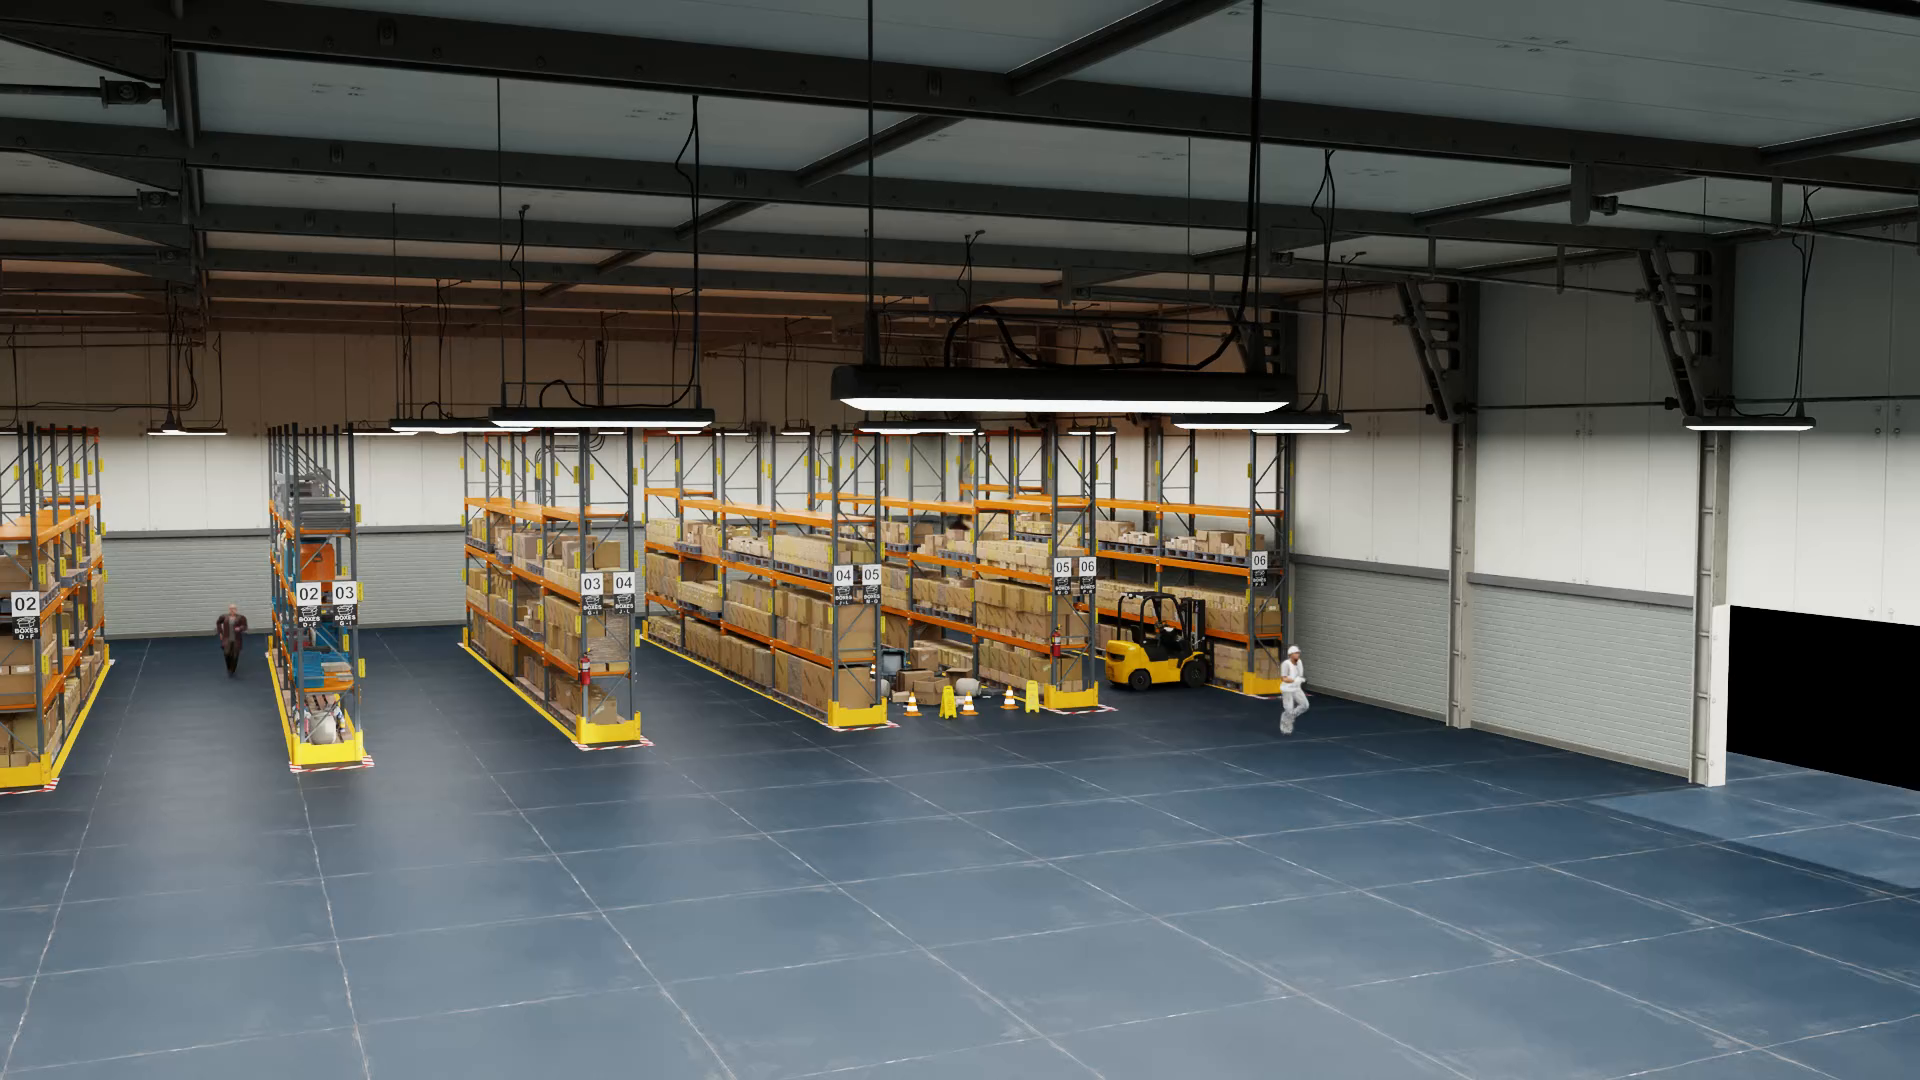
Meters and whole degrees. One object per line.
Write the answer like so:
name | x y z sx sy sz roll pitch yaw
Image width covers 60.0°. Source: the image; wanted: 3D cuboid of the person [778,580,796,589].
person | -5.351 1.756 50.645 0.954 1.721 0.660 -2 4 -30

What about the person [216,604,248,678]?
person | -17.422 2.414 39.811 0.691 1.763 0.799 -1 4 -22

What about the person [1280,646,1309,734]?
person | 6.425 2.889 31.951 0.726 1.722 0.728 -3 4 -36
